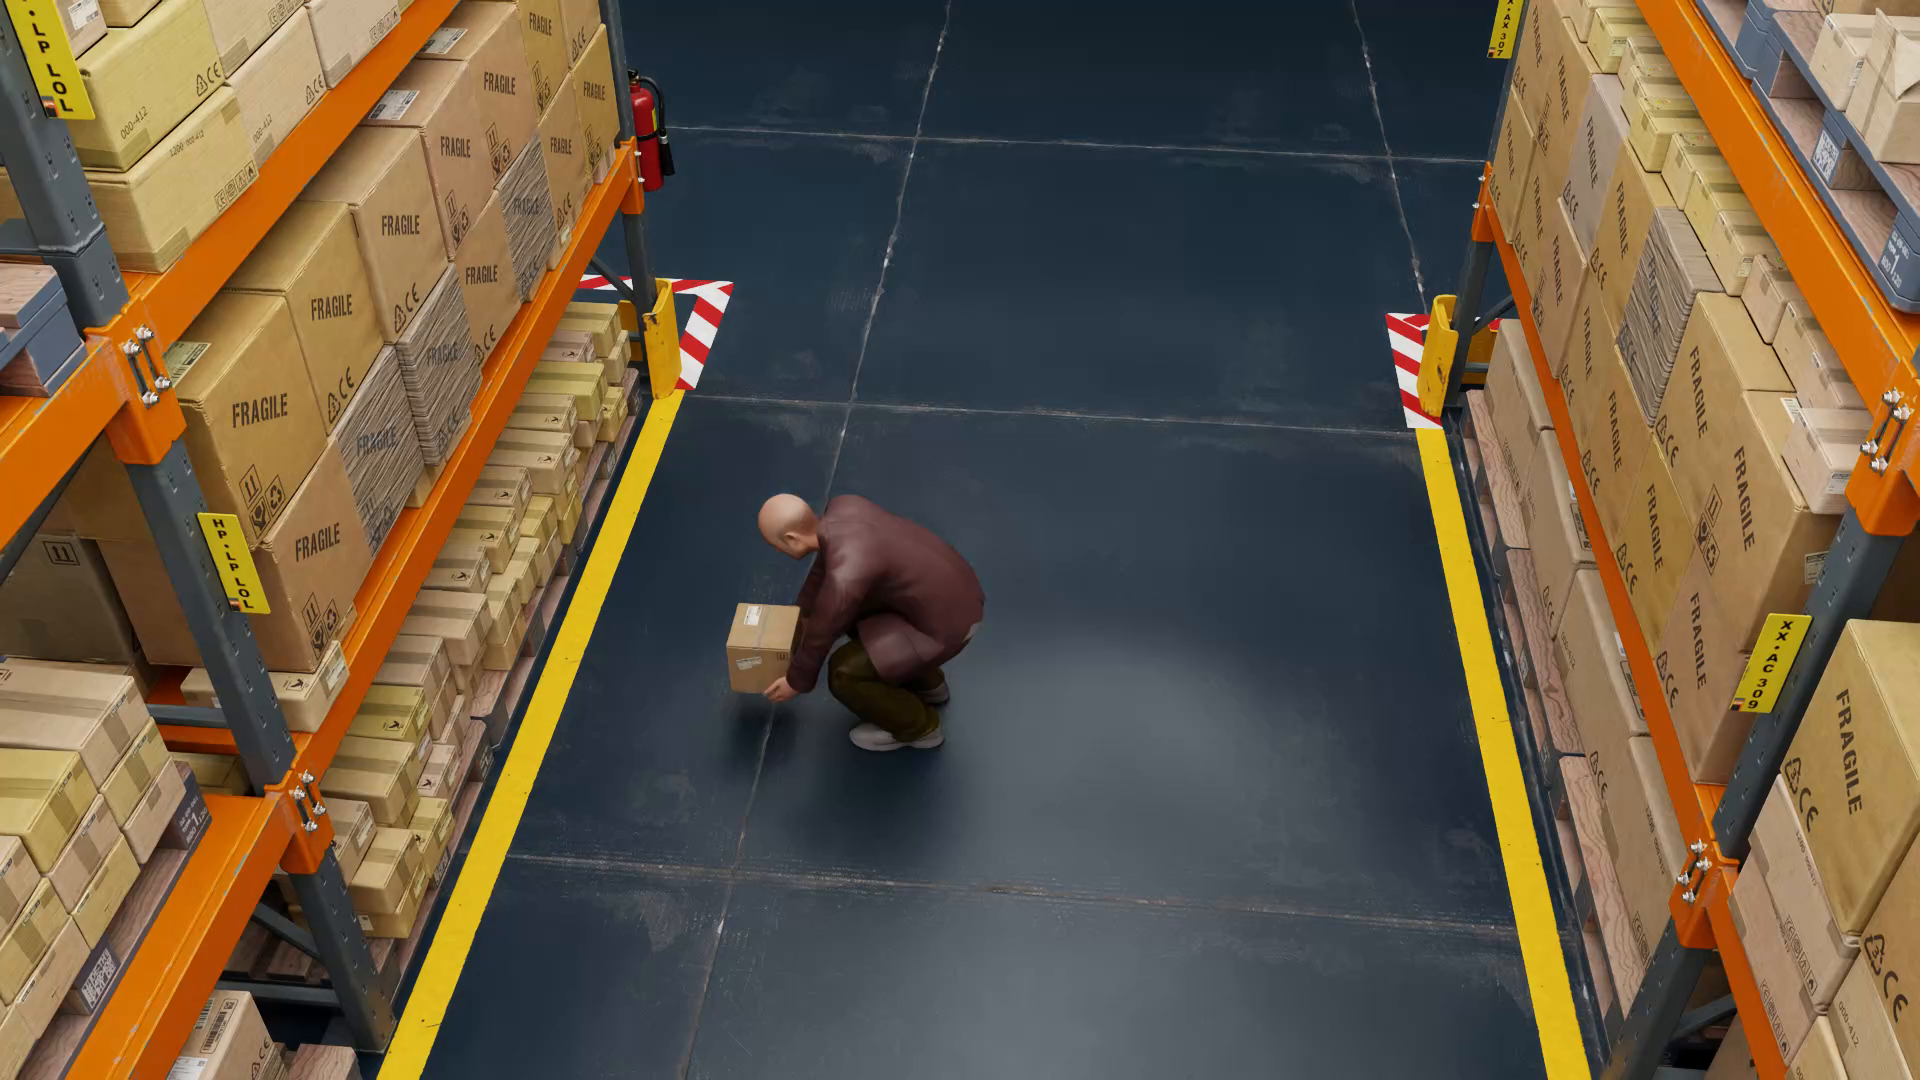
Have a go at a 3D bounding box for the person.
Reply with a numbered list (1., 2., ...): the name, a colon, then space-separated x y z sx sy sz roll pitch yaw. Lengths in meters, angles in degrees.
1. person: -0.332 0.291 6.326 0.852 1.128 0.620 3 40 4
